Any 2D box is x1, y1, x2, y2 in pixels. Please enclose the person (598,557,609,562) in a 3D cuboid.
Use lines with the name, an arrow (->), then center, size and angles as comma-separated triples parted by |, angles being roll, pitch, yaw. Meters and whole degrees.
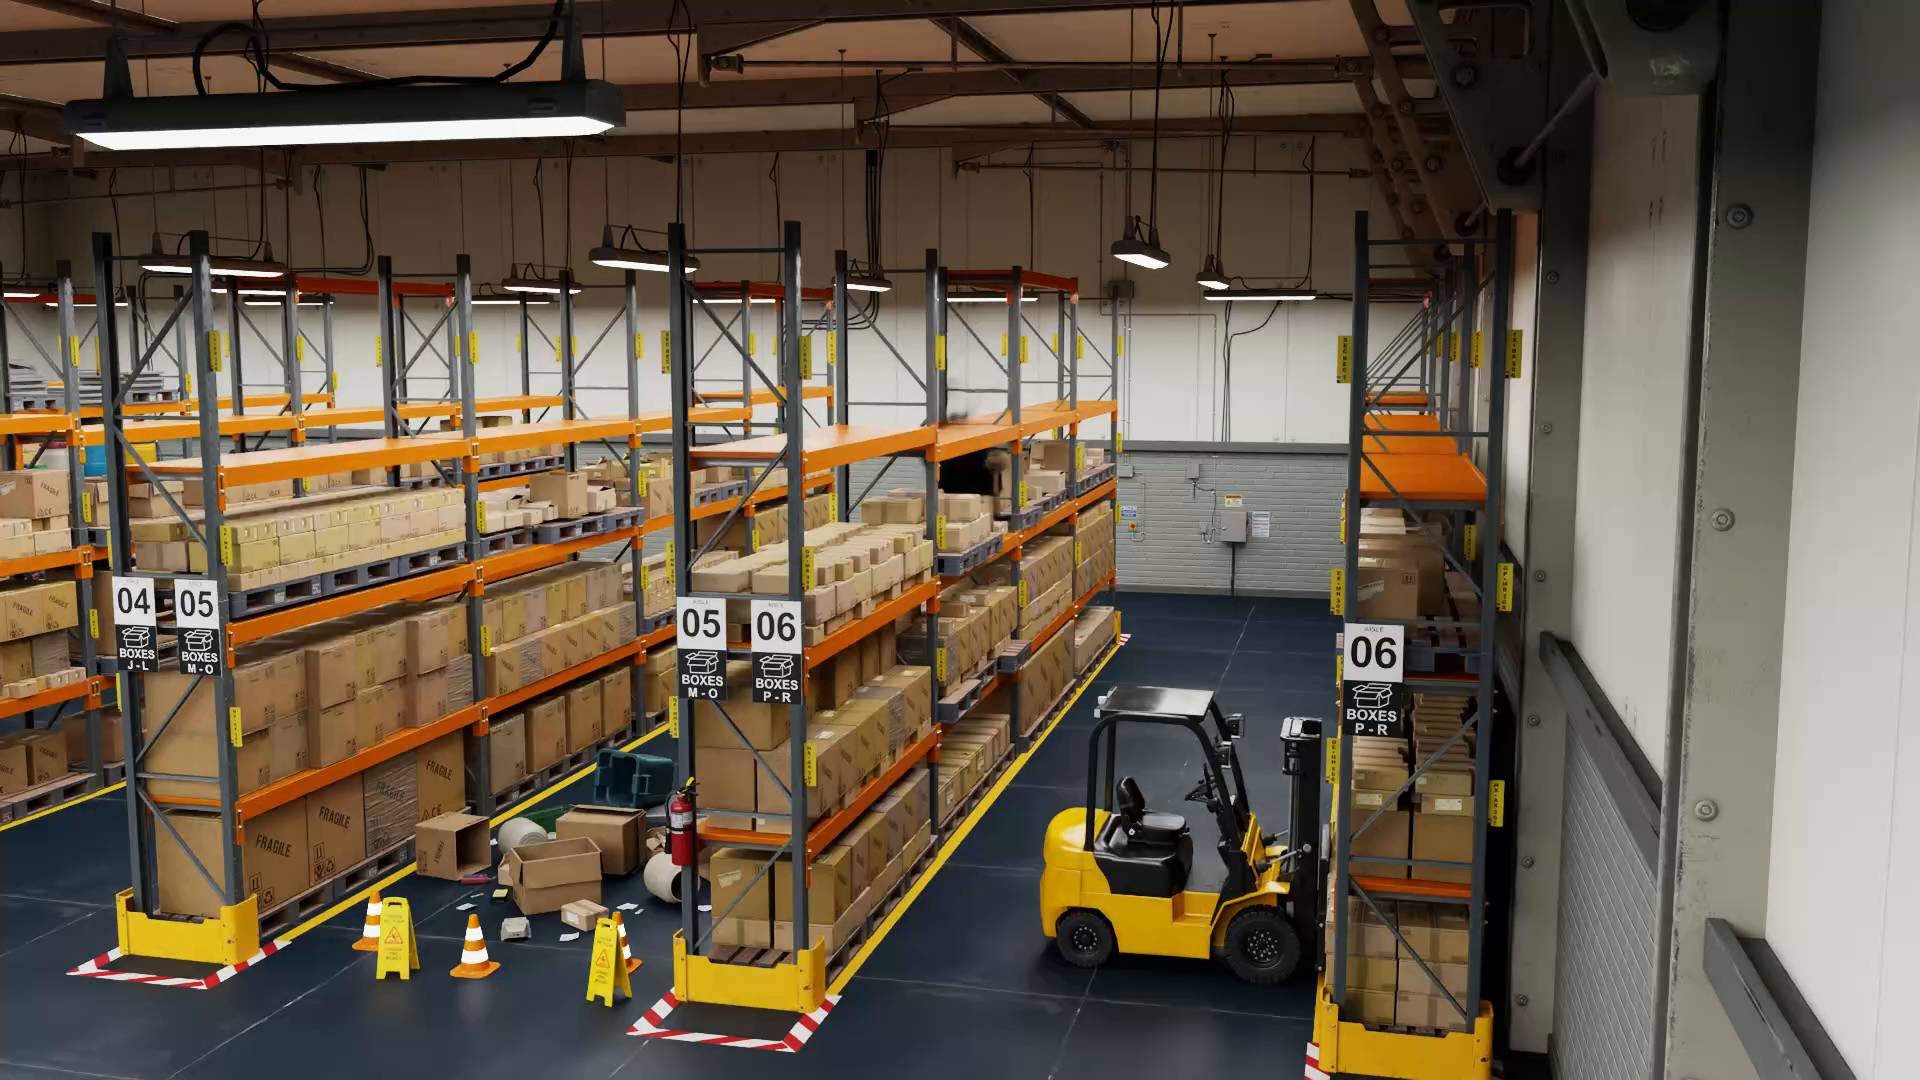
person -> -5.466, 1.175, 25.628 | 0.725, 1.815, 0.963 | 3, 8, 22
